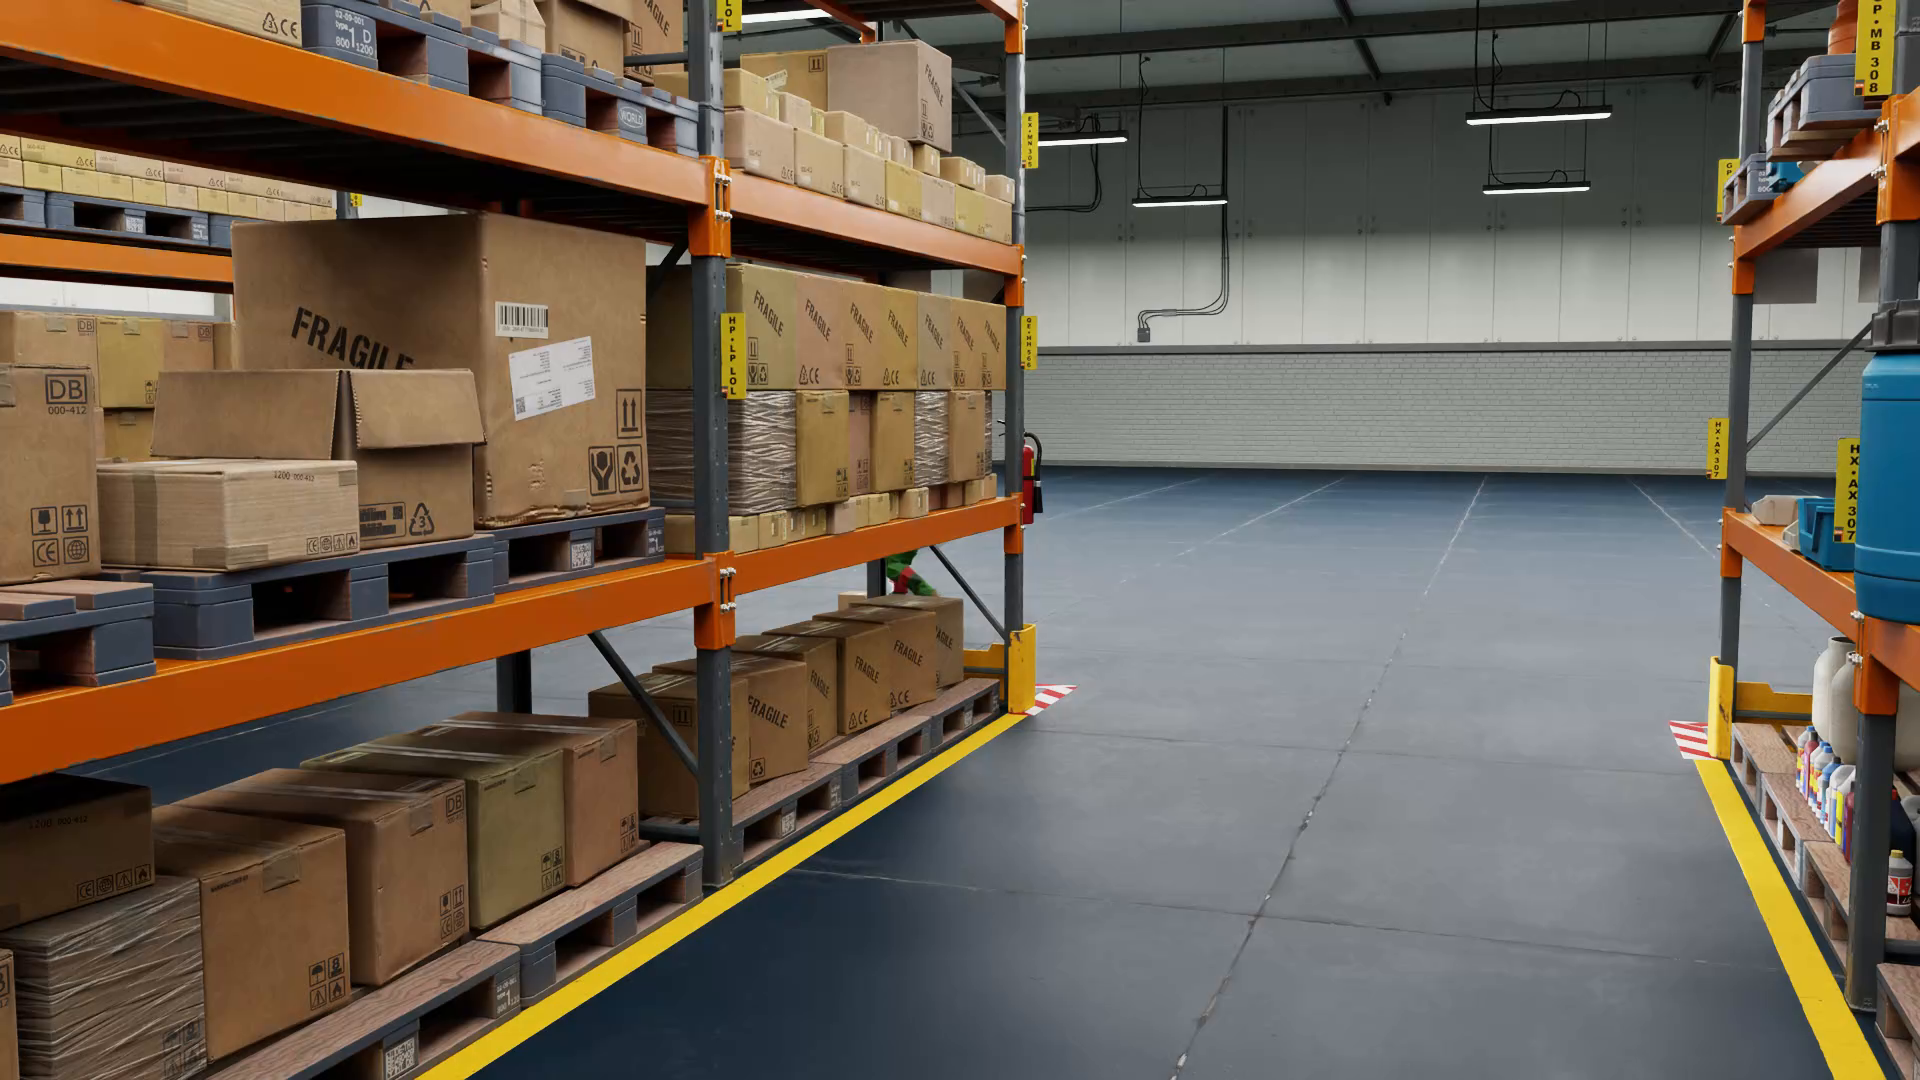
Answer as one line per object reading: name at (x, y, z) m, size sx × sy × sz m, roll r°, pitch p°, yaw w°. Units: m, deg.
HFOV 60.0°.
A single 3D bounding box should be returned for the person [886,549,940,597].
person at (-0.455, -0.166, 13.817) m, size 0.849 × 1.765 × 0.579 m, roll 3°, pitch 6°, yaw 32°
